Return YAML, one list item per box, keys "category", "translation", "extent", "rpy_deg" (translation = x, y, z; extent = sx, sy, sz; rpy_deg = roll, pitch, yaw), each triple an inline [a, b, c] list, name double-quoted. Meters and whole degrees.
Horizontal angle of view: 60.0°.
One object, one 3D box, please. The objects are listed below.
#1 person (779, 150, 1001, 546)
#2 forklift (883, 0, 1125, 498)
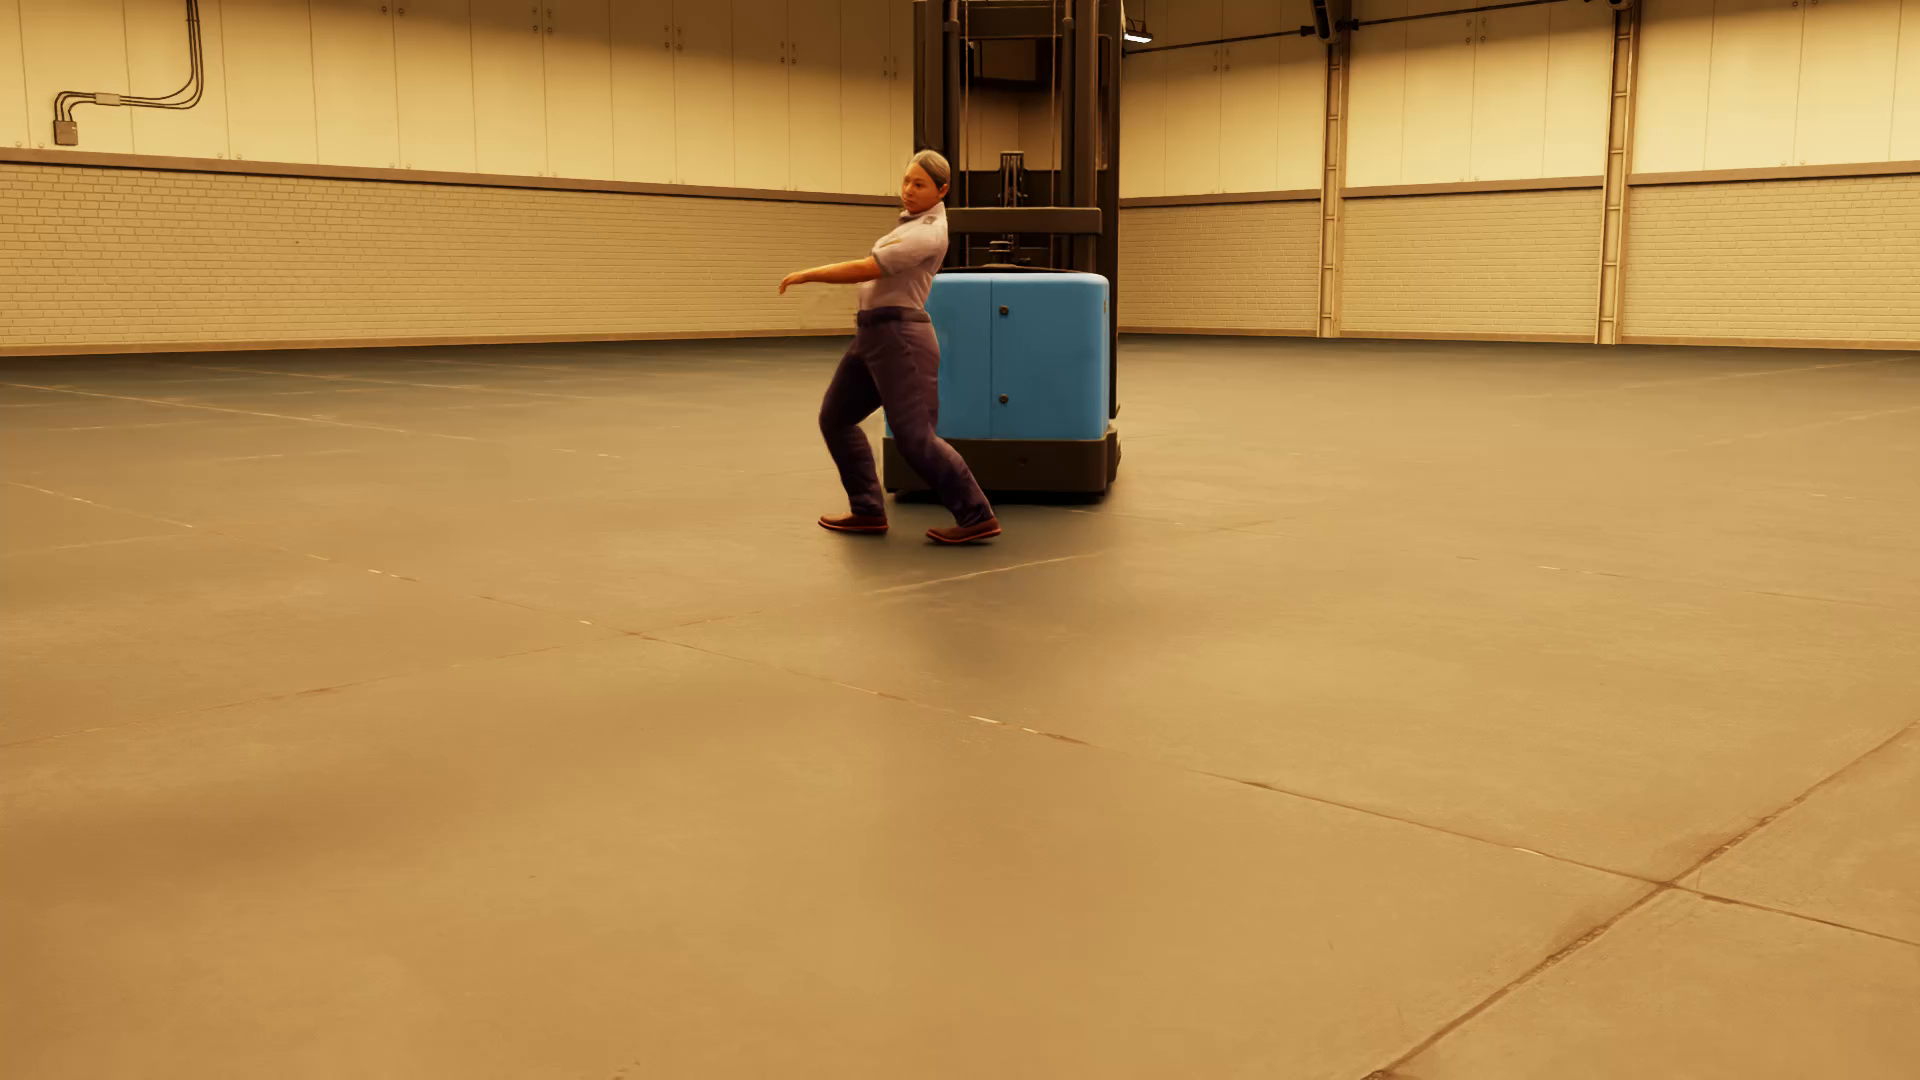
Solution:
- category: "person"
  translation: [-0.316, -0.768, 6.662]
  extent: [0.811, 1.532, 0.719]
  rpy_deg: [-3, 9, -16]
- category: "forklift"
  translation: [0.327, -1.832, 9.039]
  extent: [1.130, 2.935, 3.031]
  rpy_deg: [1, 9, 7]
